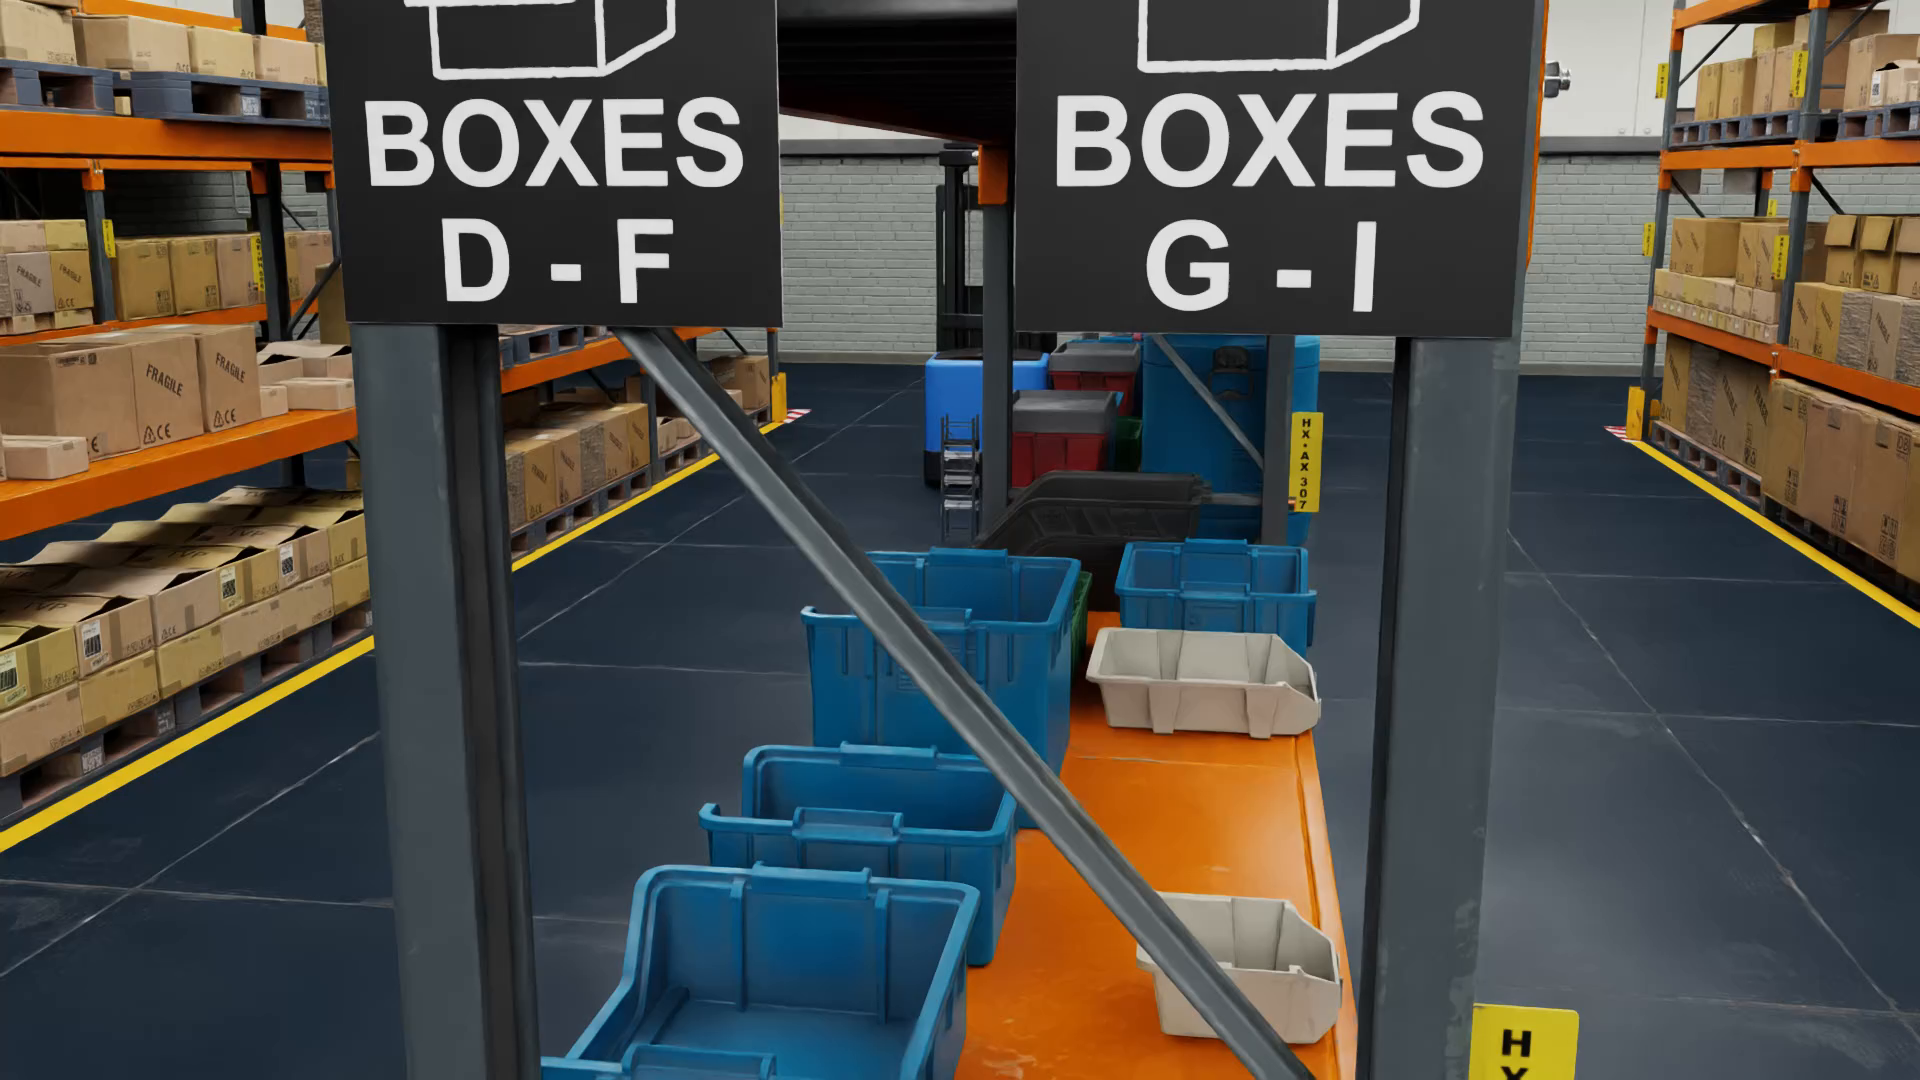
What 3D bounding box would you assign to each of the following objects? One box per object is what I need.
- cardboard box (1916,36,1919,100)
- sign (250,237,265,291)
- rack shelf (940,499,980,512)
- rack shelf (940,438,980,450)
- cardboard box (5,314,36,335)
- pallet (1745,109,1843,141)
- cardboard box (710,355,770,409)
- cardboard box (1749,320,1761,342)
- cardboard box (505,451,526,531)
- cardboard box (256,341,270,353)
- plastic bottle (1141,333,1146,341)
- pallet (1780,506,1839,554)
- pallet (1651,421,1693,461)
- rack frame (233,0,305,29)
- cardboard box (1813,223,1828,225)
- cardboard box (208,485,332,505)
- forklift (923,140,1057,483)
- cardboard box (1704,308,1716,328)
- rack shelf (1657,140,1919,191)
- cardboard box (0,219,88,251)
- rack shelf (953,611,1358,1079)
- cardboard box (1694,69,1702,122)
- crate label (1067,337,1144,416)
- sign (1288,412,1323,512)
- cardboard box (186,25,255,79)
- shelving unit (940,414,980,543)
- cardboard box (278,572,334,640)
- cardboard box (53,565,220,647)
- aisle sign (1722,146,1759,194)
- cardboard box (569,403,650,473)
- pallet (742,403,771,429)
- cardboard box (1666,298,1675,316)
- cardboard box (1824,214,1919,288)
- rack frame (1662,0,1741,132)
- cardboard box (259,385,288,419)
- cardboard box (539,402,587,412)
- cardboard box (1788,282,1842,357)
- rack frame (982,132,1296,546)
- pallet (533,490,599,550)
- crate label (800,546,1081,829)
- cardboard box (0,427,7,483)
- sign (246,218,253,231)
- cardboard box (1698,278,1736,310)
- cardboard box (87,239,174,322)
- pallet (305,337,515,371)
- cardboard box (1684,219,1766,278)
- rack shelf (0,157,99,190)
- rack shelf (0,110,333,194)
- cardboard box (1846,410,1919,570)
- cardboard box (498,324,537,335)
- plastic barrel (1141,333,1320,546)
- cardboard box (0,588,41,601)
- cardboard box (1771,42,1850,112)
[{"bbox_3d":[6.379,-2.957,10.233,0.797,0.503,0.637,2,12,8],"label":"cardboard box"},{"bbox_3d":[-4.240,-1.674,10.079,0.100,0.325,0.005,2,12,9],"label":"sign"},{"bbox_3d":[0.001,-0.233,11.951,0.258,0.077,0.200,2,12,9],"label":"rack shelf"},{"bbox_3d":[0.001,-0.673,11.857,0.258,0.077,0.200,2,12,9],"label":"rack shelf"},{"bbox_3d":[-7.837,-1.768,13.626,0.380,0.149,0.250,2,12,9],"label":"cardboard box"},{"bbox_3d":[6.837,-3.235,12.973,1.003,0.211,1.213,2,12,9],"label":"pallet"},{"bbox_3d":[-2.312,-1.668,17.502,0.500,0.500,0.500,2,12,9],"label":"cardboard box"},{"bbox_3d":[6.464,-1.647,13.110,0.380,0.149,0.250,2,12,10],"label":"cardboard box"},{"bbox_3d":[-3.275,-0.319,11.240,0.500,0.500,0.500,1,12,7],"label":"cardboard box"},{"bbox_3d":[-7.254,-2.021,17.650,0.380,0.149,0.250,2,12,10],"label":"cardboard box"},{"bbox_3d":[1.249,-1.346,11.423,0.097,0.271,0.097,0,12,0],"label":"plastic bottle"},{"bbox_3d":[6.657,-0.115,12.028,1.003,0.211,1.213,2,12,9],"label":"pallet"},{"bbox_3d":[7.270,-0.942,15.864,1.003,0.211,1.213,2,12,9],"label":"pallet"},{"bbox_3d":[-7.367,-5.888,17.957,1.000,3.000,0.127,2,12,9],"label":"rack frame"},{"bbox_3d":[7.111,-2.274,13.295,0.500,0.500,0.500,2,12,9],"label":"cardboard box"},{"bbox_3d":[-4.073,-0.167,9.845,0.500,0.311,0.500,2,12,11],"label":"cardboard box"},{"bbox_3d":[0.357,-2.178,15.140,1.130,2.935,3.031,1,12,6],"label":"forklift"},{"bbox_3d":[6.662,-1.913,14.348,0.380,0.149,0.250,2,12,10],"label":"cardboard box"},{"bbox_3d":[7.009,-3.173,14.183,1.077,0.370,4.000,2,12,9],"label":"rack shelf"},{"bbox_3d":[-7.801,-2.588,14.113,0.500,0.250,0.500,2,12,10],"label":"cardboard box"},{"bbox_3d":[0.269,0.631,3.652,1.077,0.370,4.000,2,12,9],"label":"rack shelf"},{"bbox_3d":[7.289,-4.134,15.463,0.700,0.500,0.500,1,12,5],"label":"cardboard box"},{"bbox_3d":[0.772,-0.789,8.449,0.502,0.435,0.616,2,12,9],"label":"crate label"},{"bbox_3d":[1.118,-0.252,5.386,0.100,0.325,0.005,2,12,9],"label":"sign"},{"bbox_3d":[-3.878,-2.404,8.269,0.500,0.250,0.500,2,12,8],"label":"cardboard box"},{"bbox_3d":[0.001,-0.442,11.906,0.258,0.900,0.210,2,12,9],"label":"shelving unit"},{"bbox_3d":[-3.698,0.338,8.837,0.500,0.250,0.500,2,12,10],"label":"cardboard box"},{"bbox_3d":[-3.847,0.277,7.787,0.500,0.311,0.500,1,12,7],"label":"cardboard box"},{"bbox_3d":[7.624,-3.750,16.105,0.394,0.787,0.004,2,12,9],"label":"aisle sign"},{"bbox_3d":[-2.880,-0.845,13.681,0.500,0.500,0.500,2,12,8],"label":"cardboard box"},{"bbox_3d":[-2.605,-1.251,17.298,1.003,0.211,1.213,2,12,9],"label":"pallet"},{"bbox_3d":[6.858,-2.182,15.592,0.380,0.149,0.250,2,12,7],"label":"cardboard box"},{"bbox_3d":[6.611,-2.048,11.757,0.797,0.503,0.637,2,12,7],"label":"cardboard box"},{"bbox_3d":[7.316,-5.407,15.723,1.000,3.000,0.127,2,12,9],"label":"rack frame"},{"bbox_3d":[-3.843,-0.741,8.906,0.380,0.149,0.250,3,12,13],"label":"cardboard box"},{"bbox_3d":[-3.402,-0.864,13.770,0.500,0.500,0.500,1,12,6],"label":"cardboard box"},{"bbox_3d":[6.383,-1.603,12.074,0.500,0.500,0.500,2,12,9],"label":"cardboard box"},{"bbox_3d":[0.577,-0.137,5.508,1.000,3.000,0.127,2,12,9],"label":"rack frame"},{"bbox_3d":[-3.360,-0.175,12.305,1.003,0.211,1.213,2,12,9],"label":"pallet"},{"bbox_3d":[-0.023,0.287,3.459,0.502,0.435,0.616,2,12,9],"label":"crate label"},{"bbox_3d":[-4.285,-0.329,6.754,0.500,0.250,0.500,3,12,12],"label":"cardboard box"},{"bbox_3d":[-7.915,-3.437,18.578,0.100,0.325,0.005,2,12,9],"label":"sign"},{"bbox_3d":[6.746,-2.134,14.423,0.500,0.250,0.500,2,12,8],"label":"cardboard box"},{"bbox_3d":[-7.883,-2.382,15.215,0.980,0.700,0.700,2,12,10],"label":"cardboard box"},{"bbox_3d":[-3.667,-1.180,10.806,1.213,0.211,1.003,2,12,9],"label":"pallet"},{"bbox_3d":[6.825,-2.610,14.853,0.500,0.500,0.500,2,12,7],"label":"cardboard box"},{"bbox_3d":[-8.290,-2.821,12.553,1.077,0.370,4.000,2,12,9],"label":"rack shelf"},{"bbox_3d":[-4.010,-1.829,7.948,1.077,0.370,4.000,2,12,9],"label":"rack shelf"},{"bbox_3d":[6.357,-0.304,10.330,1.225,0.875,0.875,2,12,9],"label":"cardboard box"},{"bbox_3d":[-3.387,-1.704,11.545,0.700,0.500,0.500,4,13,19],"label":"cardboard box"},{"bbox_3d":[0.935,-0.452,5.783,0.600,0.901,0.708,2,12,9],"label":"plastic barrel"},{"bbox_3d":[-4.465,0.365,7.381,0.500,0.311,0.500,2,12,10],"label":"cardboard box"},{"bbox_3d":[6.762,-3.576,12.875,0.700,0.500,0.500,1,12,5],"label":"cardboard box"}]
